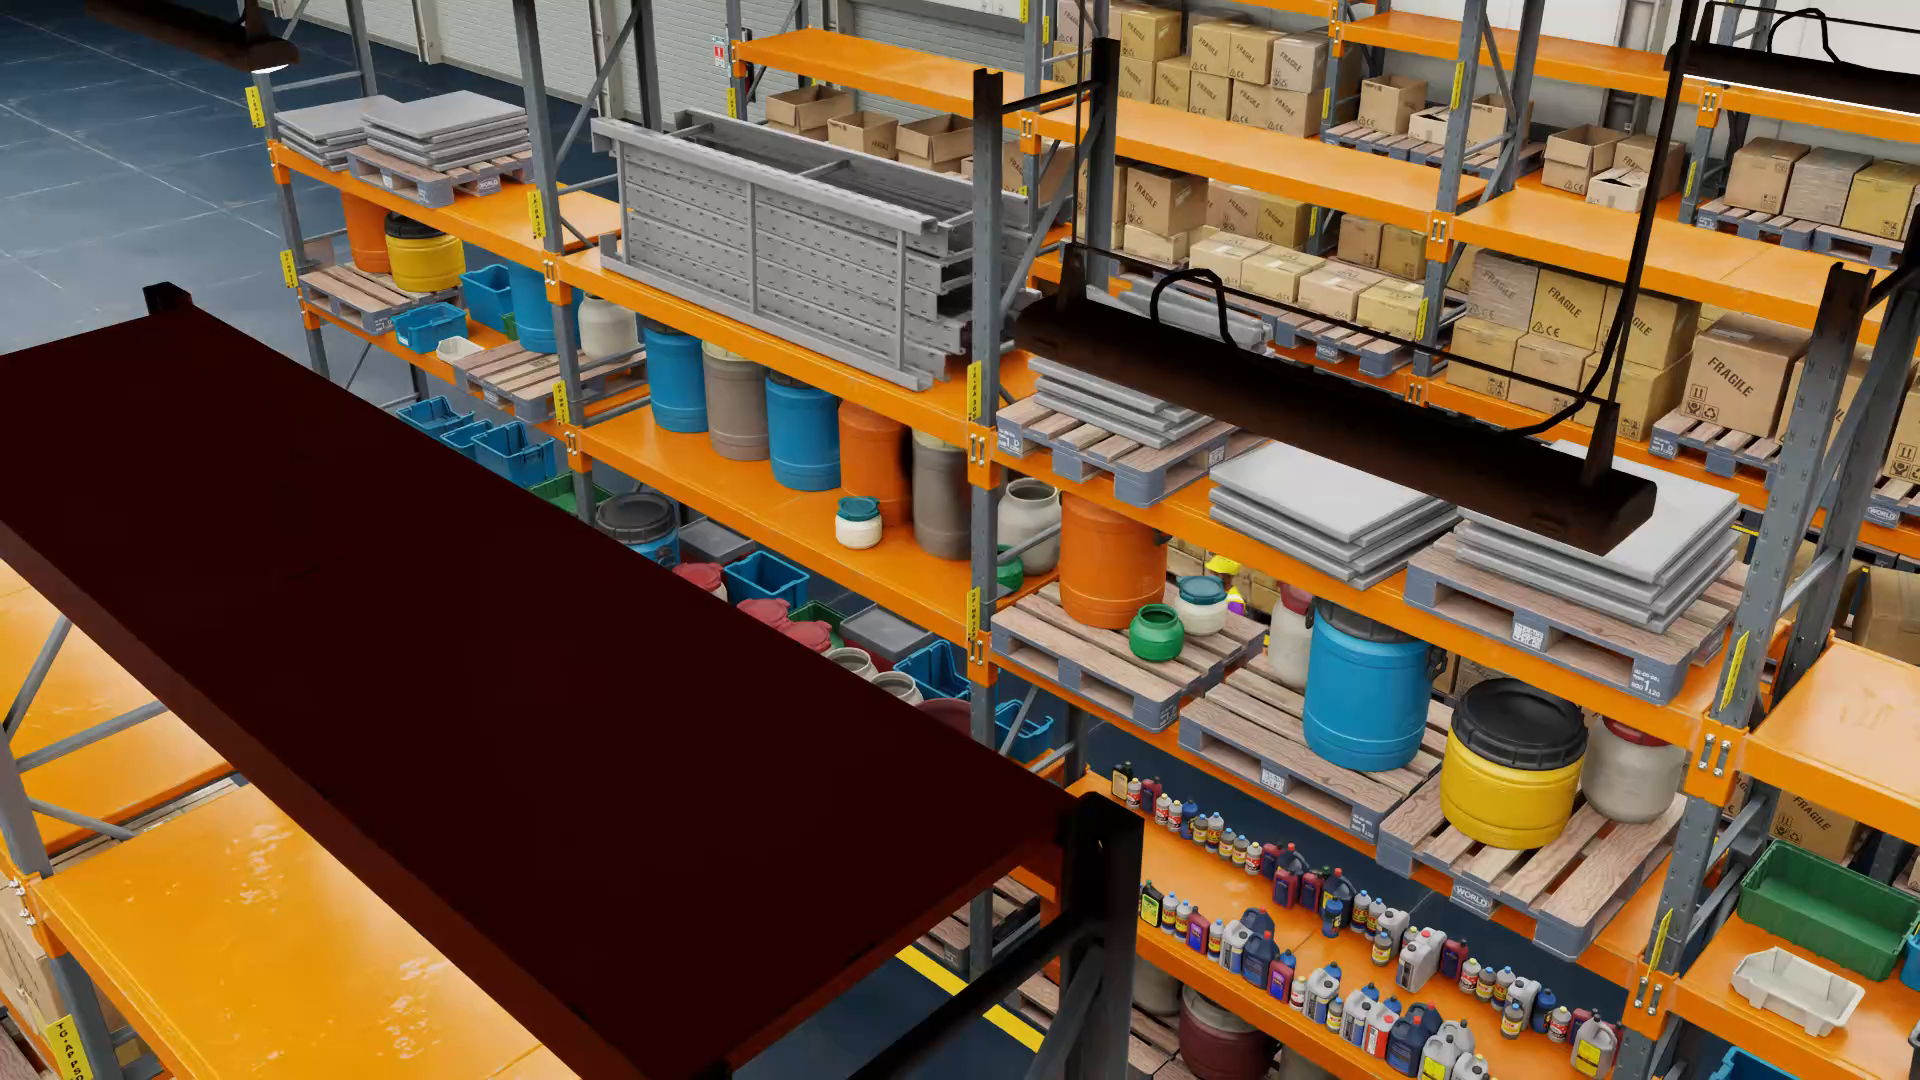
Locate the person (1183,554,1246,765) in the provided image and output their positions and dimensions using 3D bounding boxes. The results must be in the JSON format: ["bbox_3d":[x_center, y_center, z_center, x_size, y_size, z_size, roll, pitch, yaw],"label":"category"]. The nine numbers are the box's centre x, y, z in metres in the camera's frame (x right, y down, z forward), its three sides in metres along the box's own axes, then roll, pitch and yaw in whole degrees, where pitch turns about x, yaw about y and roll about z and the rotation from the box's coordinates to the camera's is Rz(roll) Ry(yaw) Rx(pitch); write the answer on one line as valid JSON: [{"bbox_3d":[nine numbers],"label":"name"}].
[{"bbox_3d":[1.929,0.911,12.872,0.494,1.817,0.641,8,30,14],"label":"person"}]
